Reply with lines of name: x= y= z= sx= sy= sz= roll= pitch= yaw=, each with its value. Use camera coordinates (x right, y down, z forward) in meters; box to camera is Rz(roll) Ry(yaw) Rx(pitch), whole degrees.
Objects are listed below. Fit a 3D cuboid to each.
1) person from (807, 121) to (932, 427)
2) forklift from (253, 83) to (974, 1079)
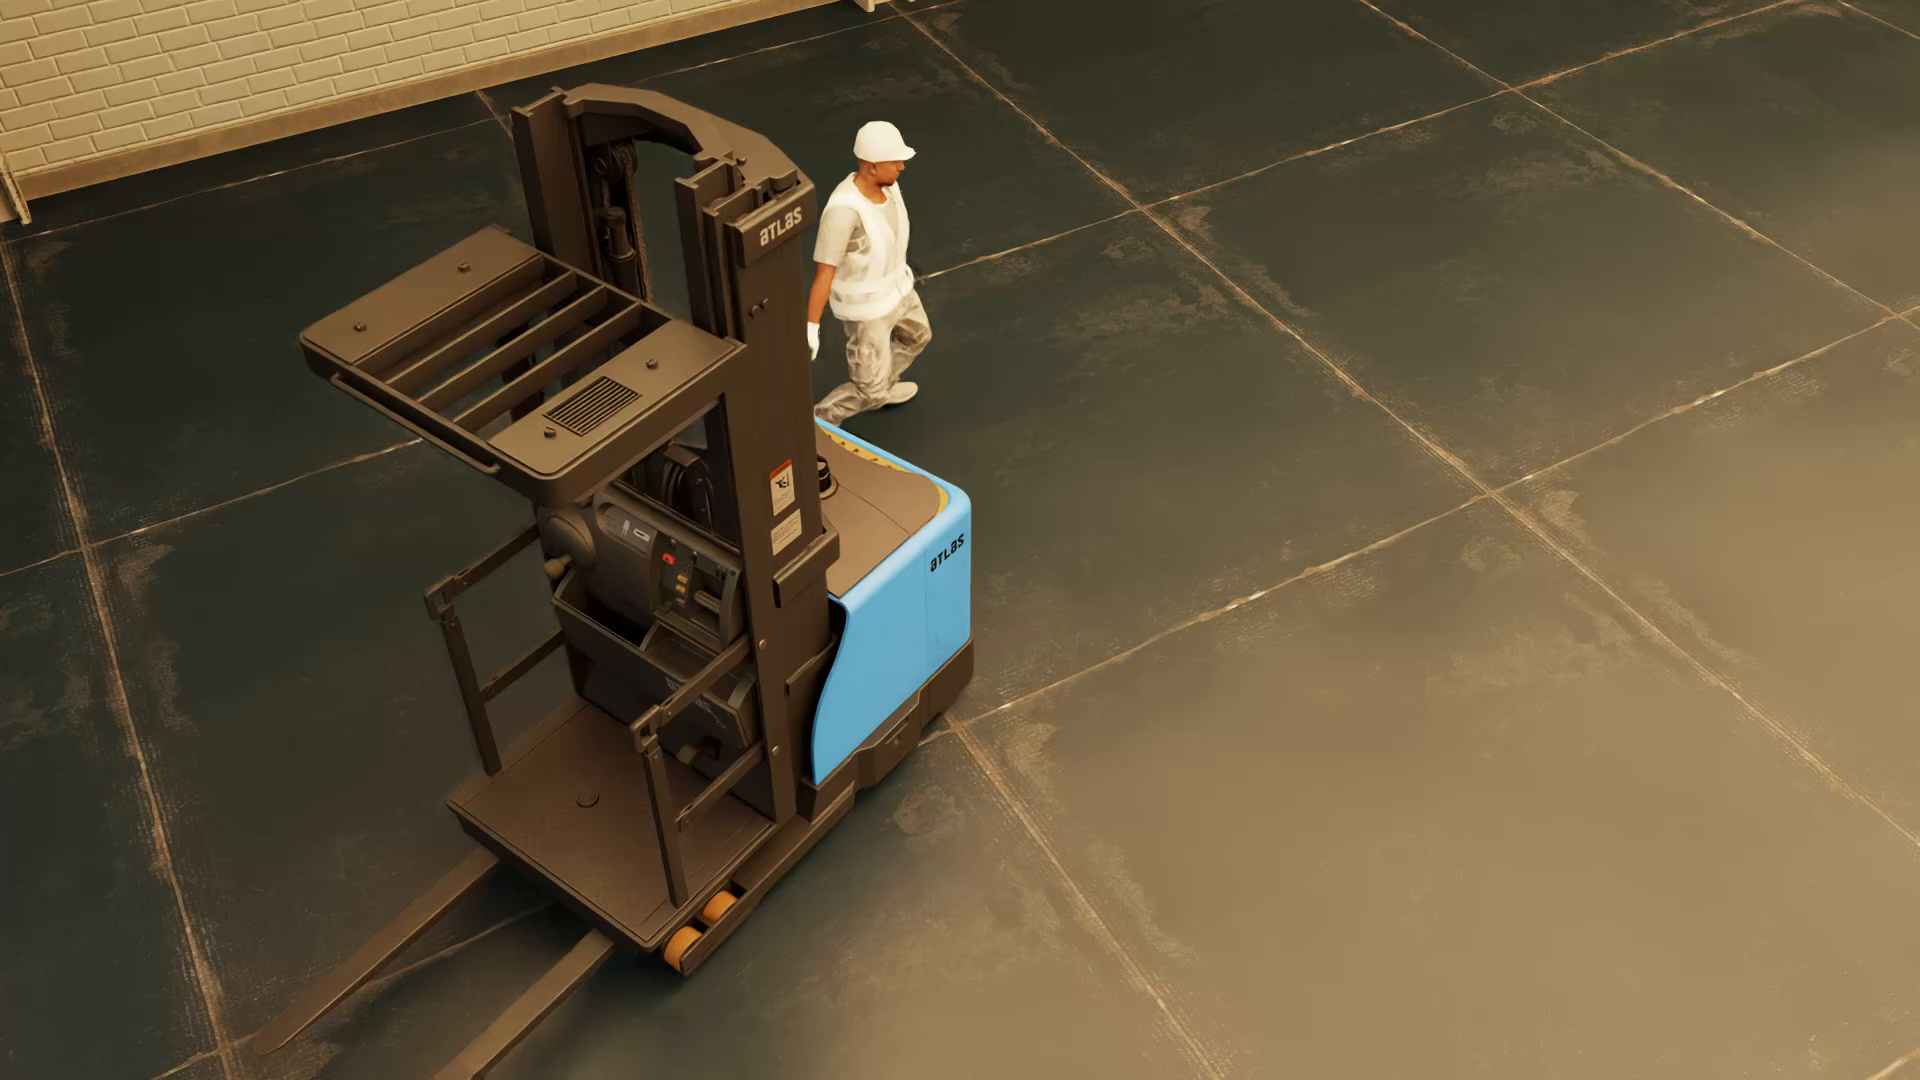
person: x=-0.494 y=-1.139 z=7.798 sx=0.496 sy=1.699 sz=0.913 roll=18 pitch=46 yaw=19
forklift: x=-1.232 y=0.133 z=5.555 sx=1.130 sy=2.935 sz=3.031 roll=27 pitch=49 yaw=26
